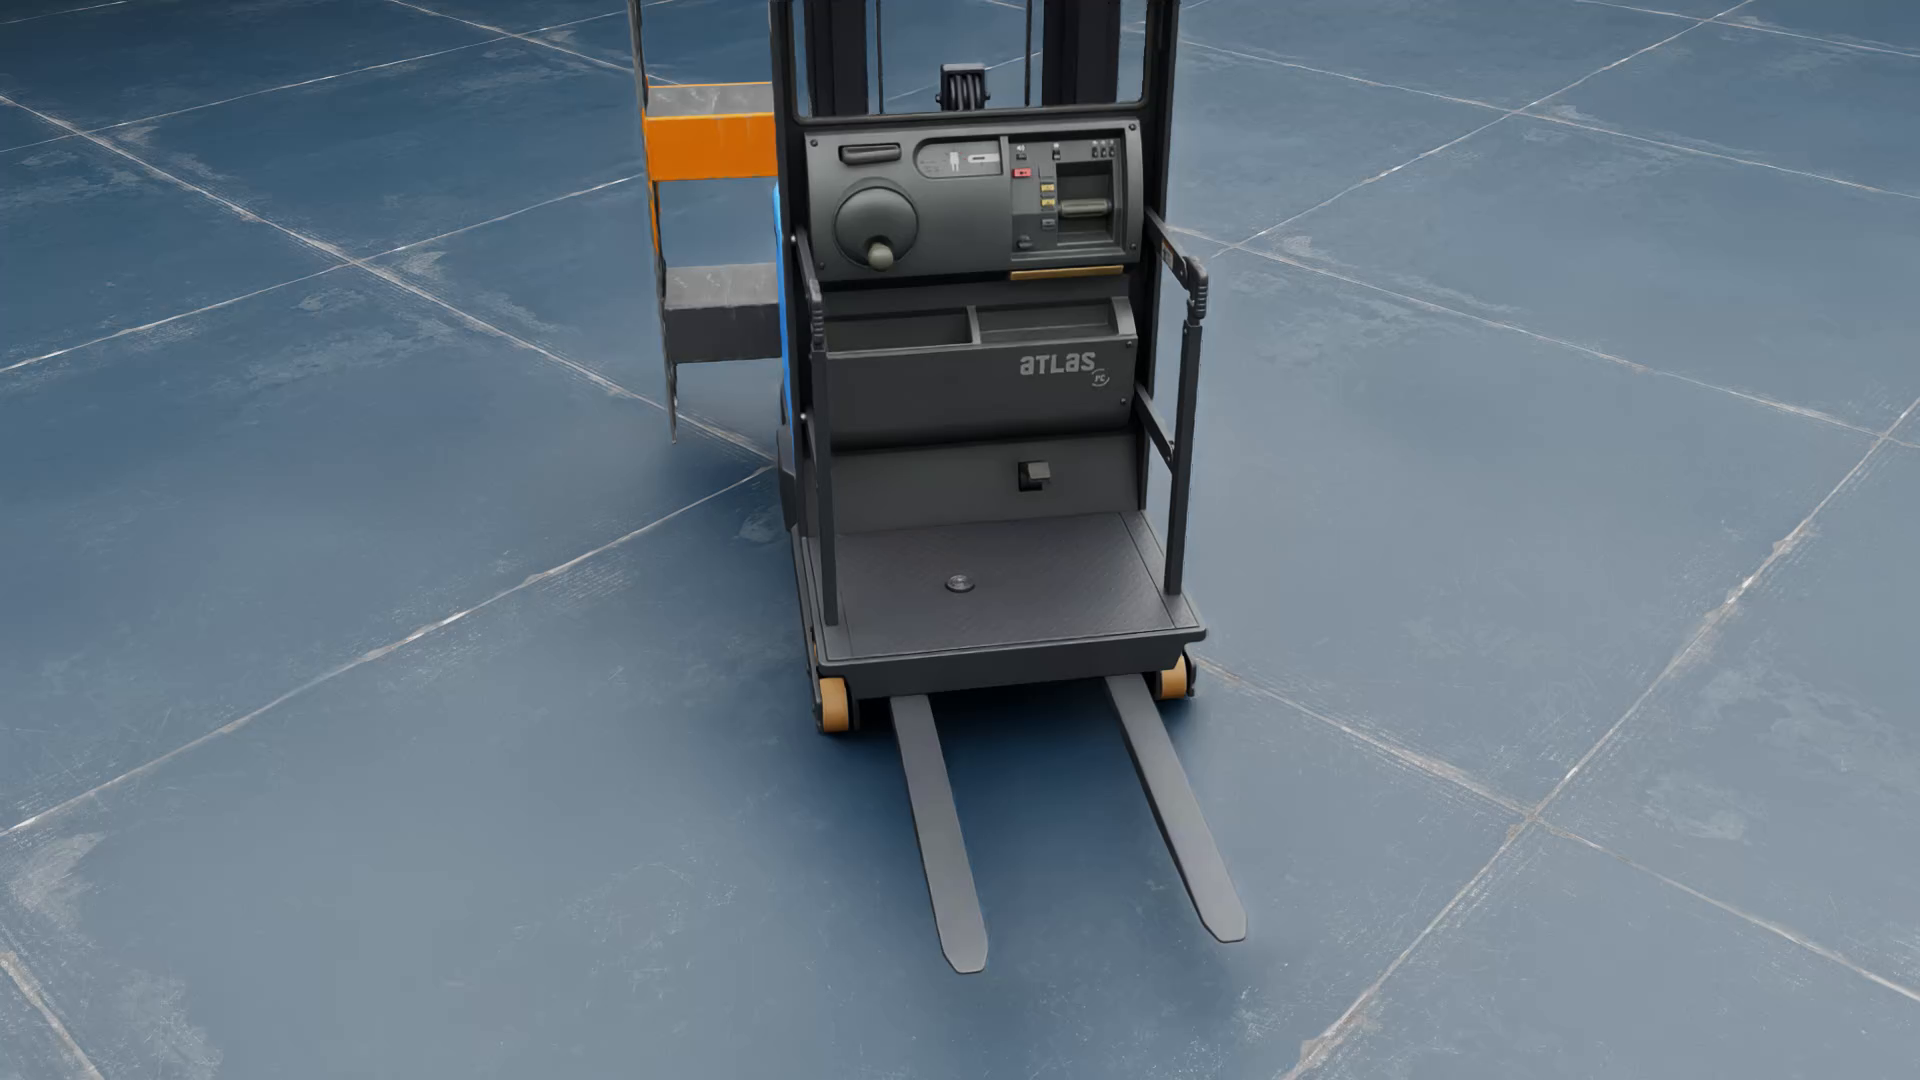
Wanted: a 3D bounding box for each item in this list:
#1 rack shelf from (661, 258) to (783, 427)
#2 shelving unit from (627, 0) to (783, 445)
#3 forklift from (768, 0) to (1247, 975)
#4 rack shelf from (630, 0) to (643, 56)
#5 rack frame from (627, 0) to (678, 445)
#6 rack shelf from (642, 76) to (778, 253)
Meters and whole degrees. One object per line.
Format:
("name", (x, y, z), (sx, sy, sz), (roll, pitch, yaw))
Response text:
("rack shelf", (-0.877, -0.772, 6.380), (0.480, 0.518, 0.431), (-4, 31, -6))
("shelving unit", (-0.878, -1.384, 6.012), (0.503, 2.100, 0.431), (-4, 31, -6))
("forklift", (0.082, -0.896, 4.396), (1.130, 2.935, 3.031), (-5, 31, -8))
("rack shelf", (-0.879, -1.972, 5.658), (0.480, 0.518, 0.431), (-4, 31, -6))
("rack frame", (-1.120, -1.367, 5.984), (0.015, 2.100, 0.400), (-4, 31, -6))
("rack shelf", (-0.878, -1.372, 6.019), (0.480, 0.518, 0.431), (-4, 31, -6))
